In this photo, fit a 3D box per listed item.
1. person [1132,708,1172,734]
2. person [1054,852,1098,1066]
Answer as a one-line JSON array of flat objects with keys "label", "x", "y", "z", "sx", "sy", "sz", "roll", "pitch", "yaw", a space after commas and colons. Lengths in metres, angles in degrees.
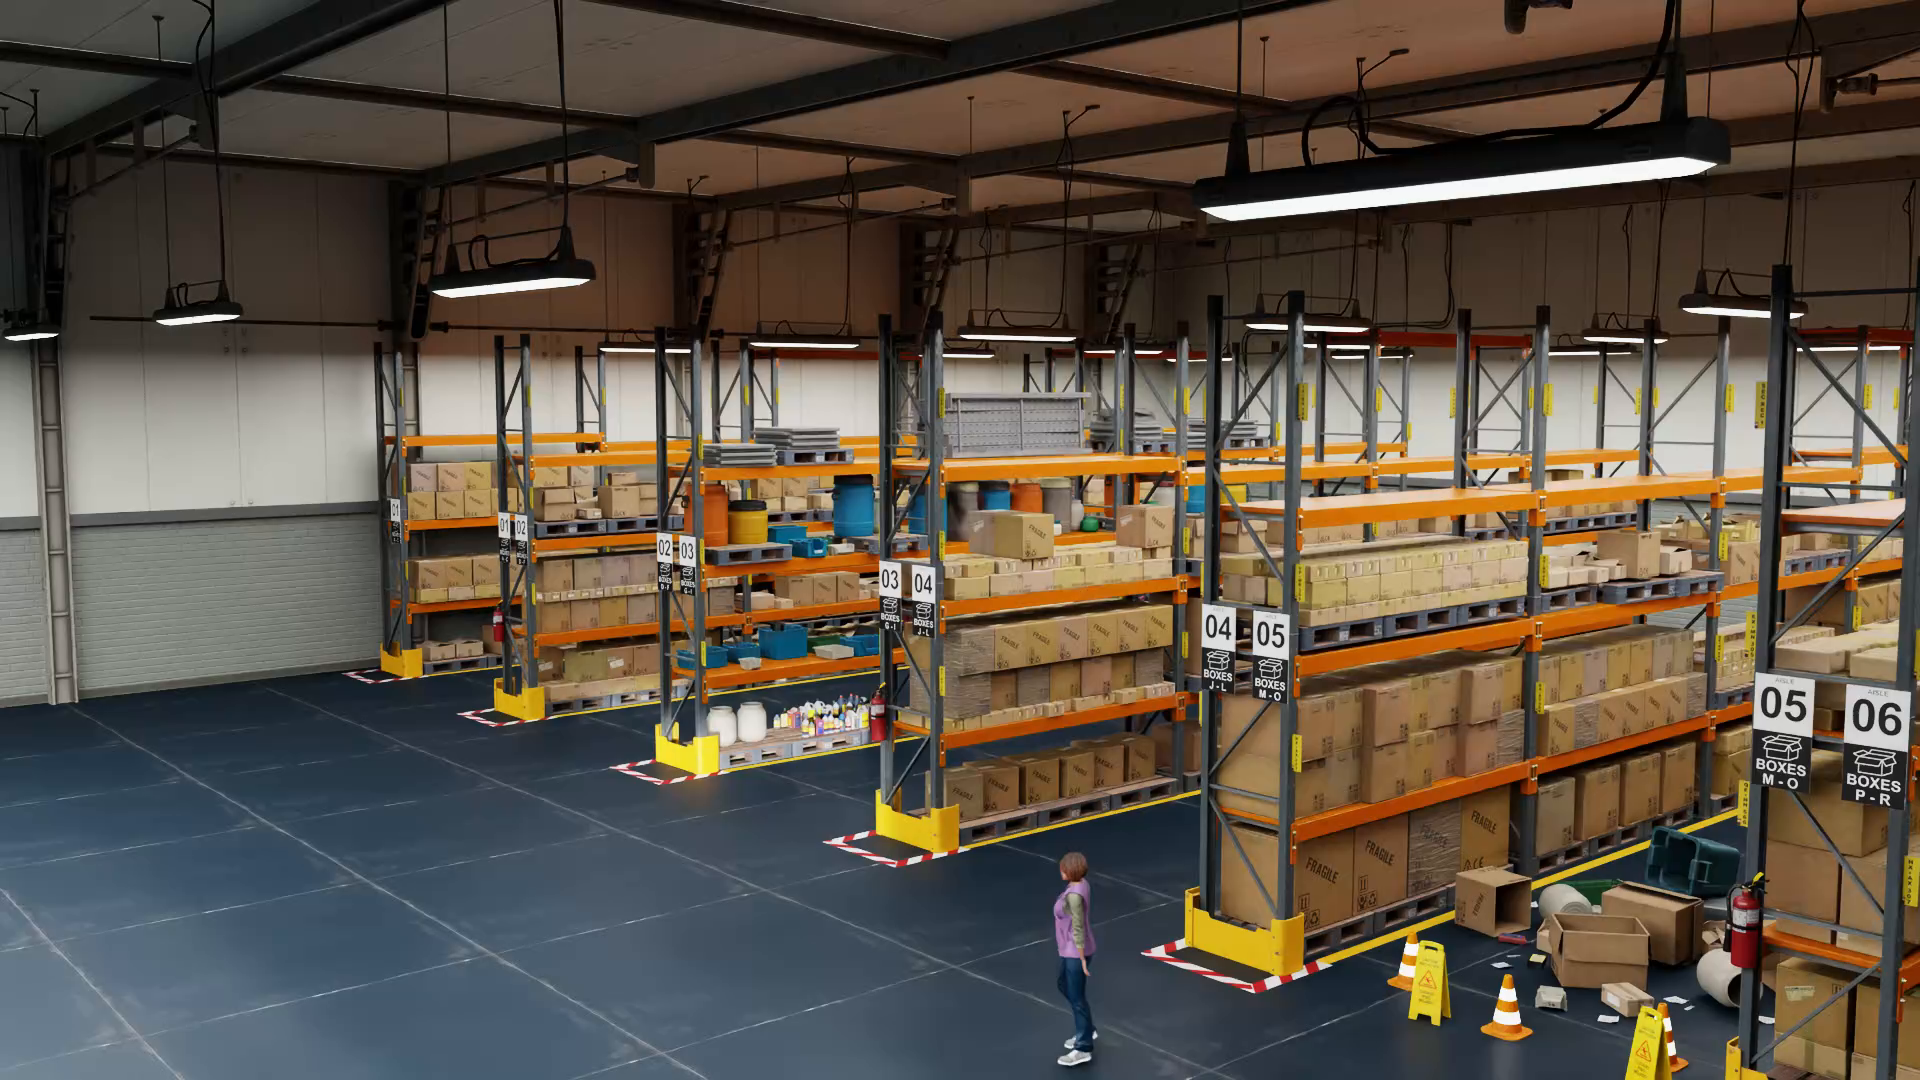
[{"label": "person", "x": 2.851, "y": 2.140, "z": 24.145, "sx": 0.976, "sy": 1.700, "sz": 0.493, "roll": -4, "pitch": 7, "yaw": -40}, {"label": "person", "x": 0.891, "y": 3.192, "z": 12.808, "sx": 0.332, "sy": 1.601, "sz": 0.478, "roll": 1, "pitch": 5, "yaw": 9}]
